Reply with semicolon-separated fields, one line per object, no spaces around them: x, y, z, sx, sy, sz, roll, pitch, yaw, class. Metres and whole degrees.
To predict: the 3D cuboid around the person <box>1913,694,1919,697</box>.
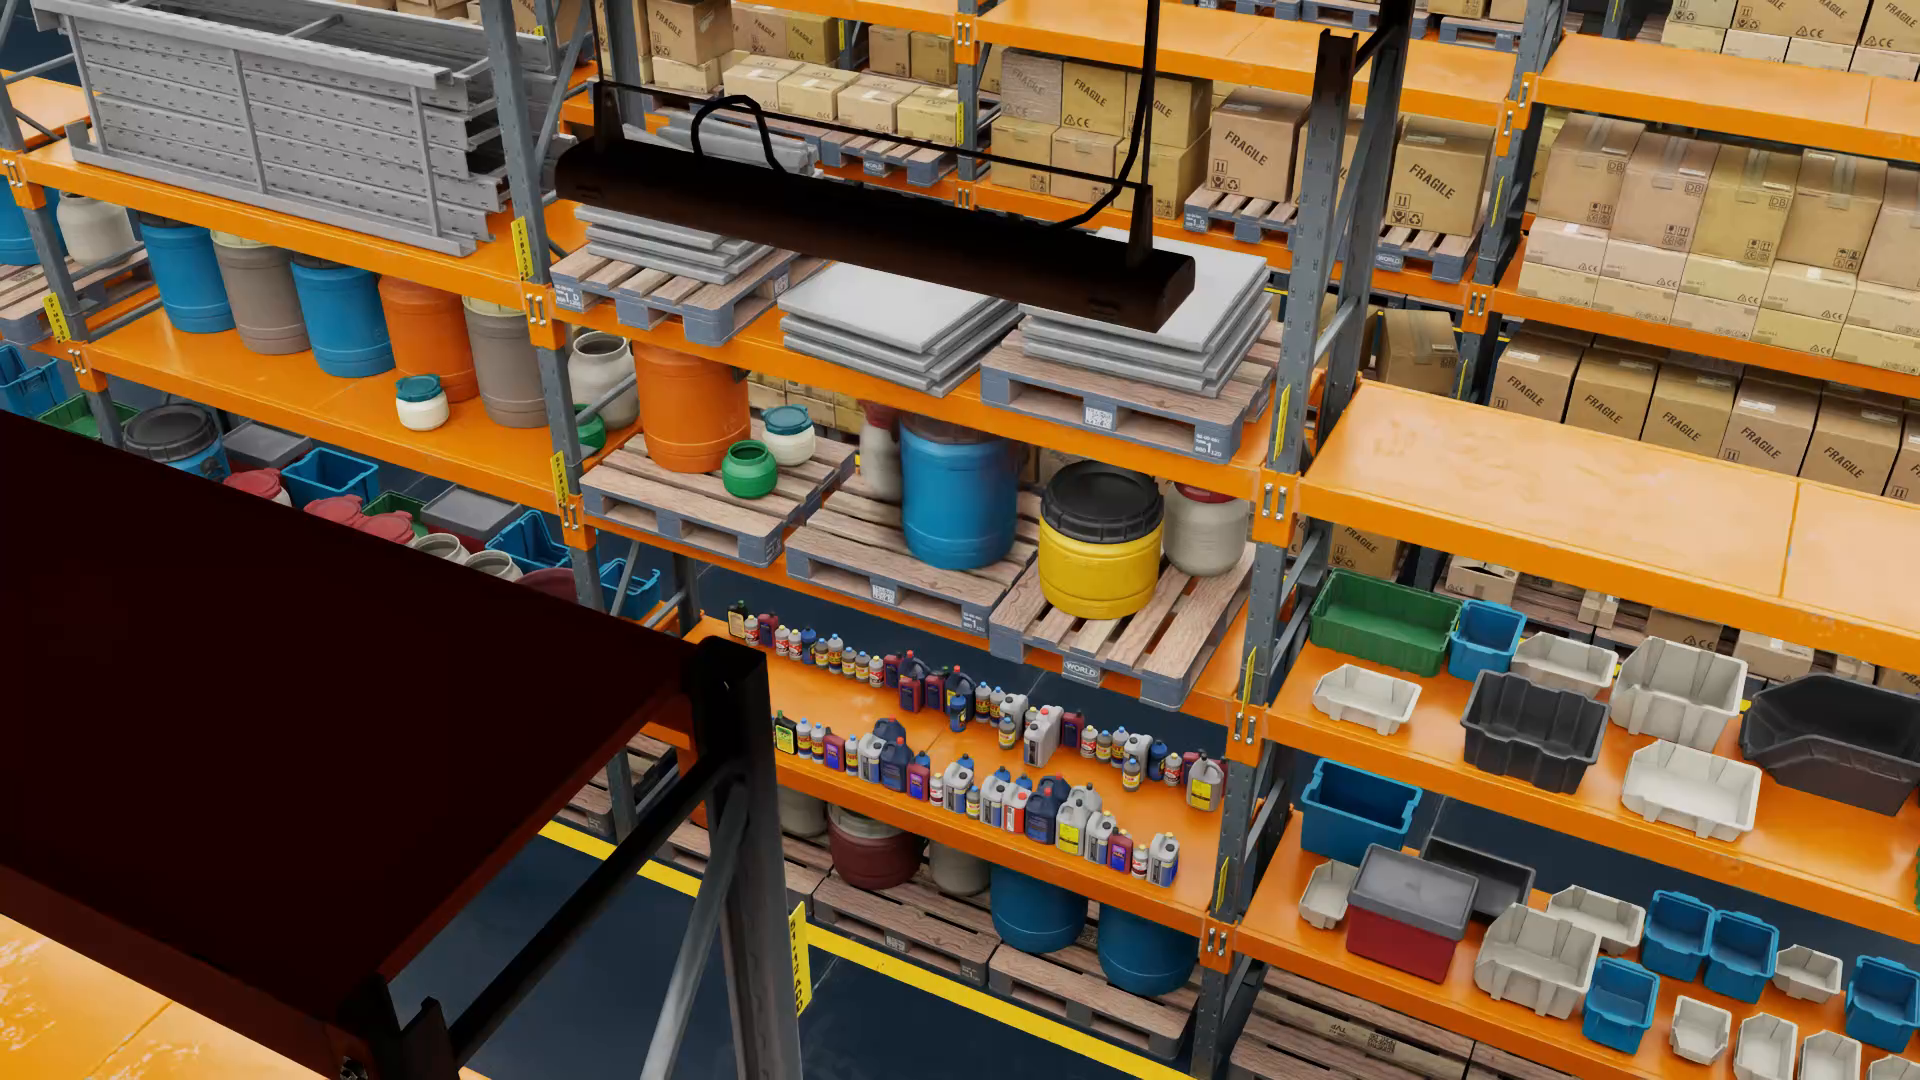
5.830;1.491;10.301;0.448;1.660;0.478;-8;36;-11;person
